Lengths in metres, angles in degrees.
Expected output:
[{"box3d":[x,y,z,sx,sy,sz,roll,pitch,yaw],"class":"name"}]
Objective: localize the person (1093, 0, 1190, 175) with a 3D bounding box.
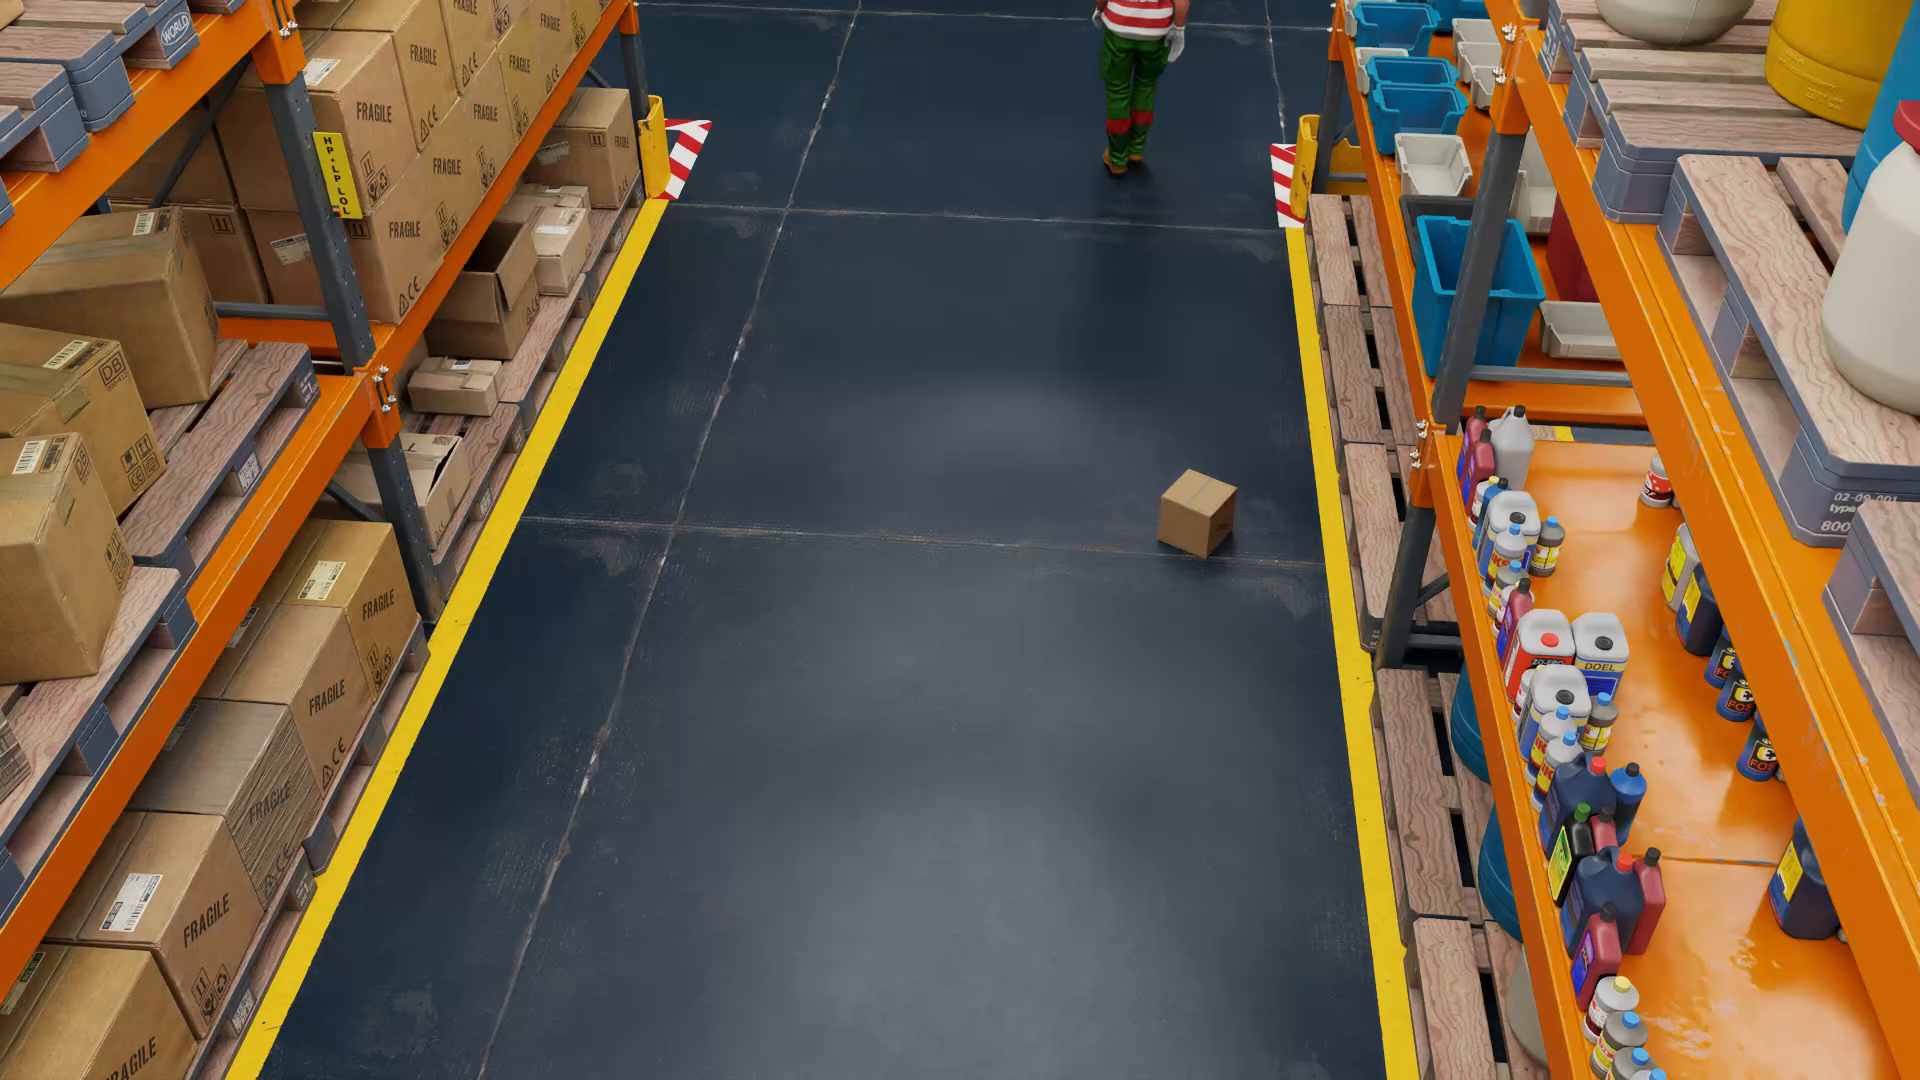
[{"box3d":[1.041,-3.003,9.761,0.549,1.848,0.494,0,40,0],"class":"person"}]
